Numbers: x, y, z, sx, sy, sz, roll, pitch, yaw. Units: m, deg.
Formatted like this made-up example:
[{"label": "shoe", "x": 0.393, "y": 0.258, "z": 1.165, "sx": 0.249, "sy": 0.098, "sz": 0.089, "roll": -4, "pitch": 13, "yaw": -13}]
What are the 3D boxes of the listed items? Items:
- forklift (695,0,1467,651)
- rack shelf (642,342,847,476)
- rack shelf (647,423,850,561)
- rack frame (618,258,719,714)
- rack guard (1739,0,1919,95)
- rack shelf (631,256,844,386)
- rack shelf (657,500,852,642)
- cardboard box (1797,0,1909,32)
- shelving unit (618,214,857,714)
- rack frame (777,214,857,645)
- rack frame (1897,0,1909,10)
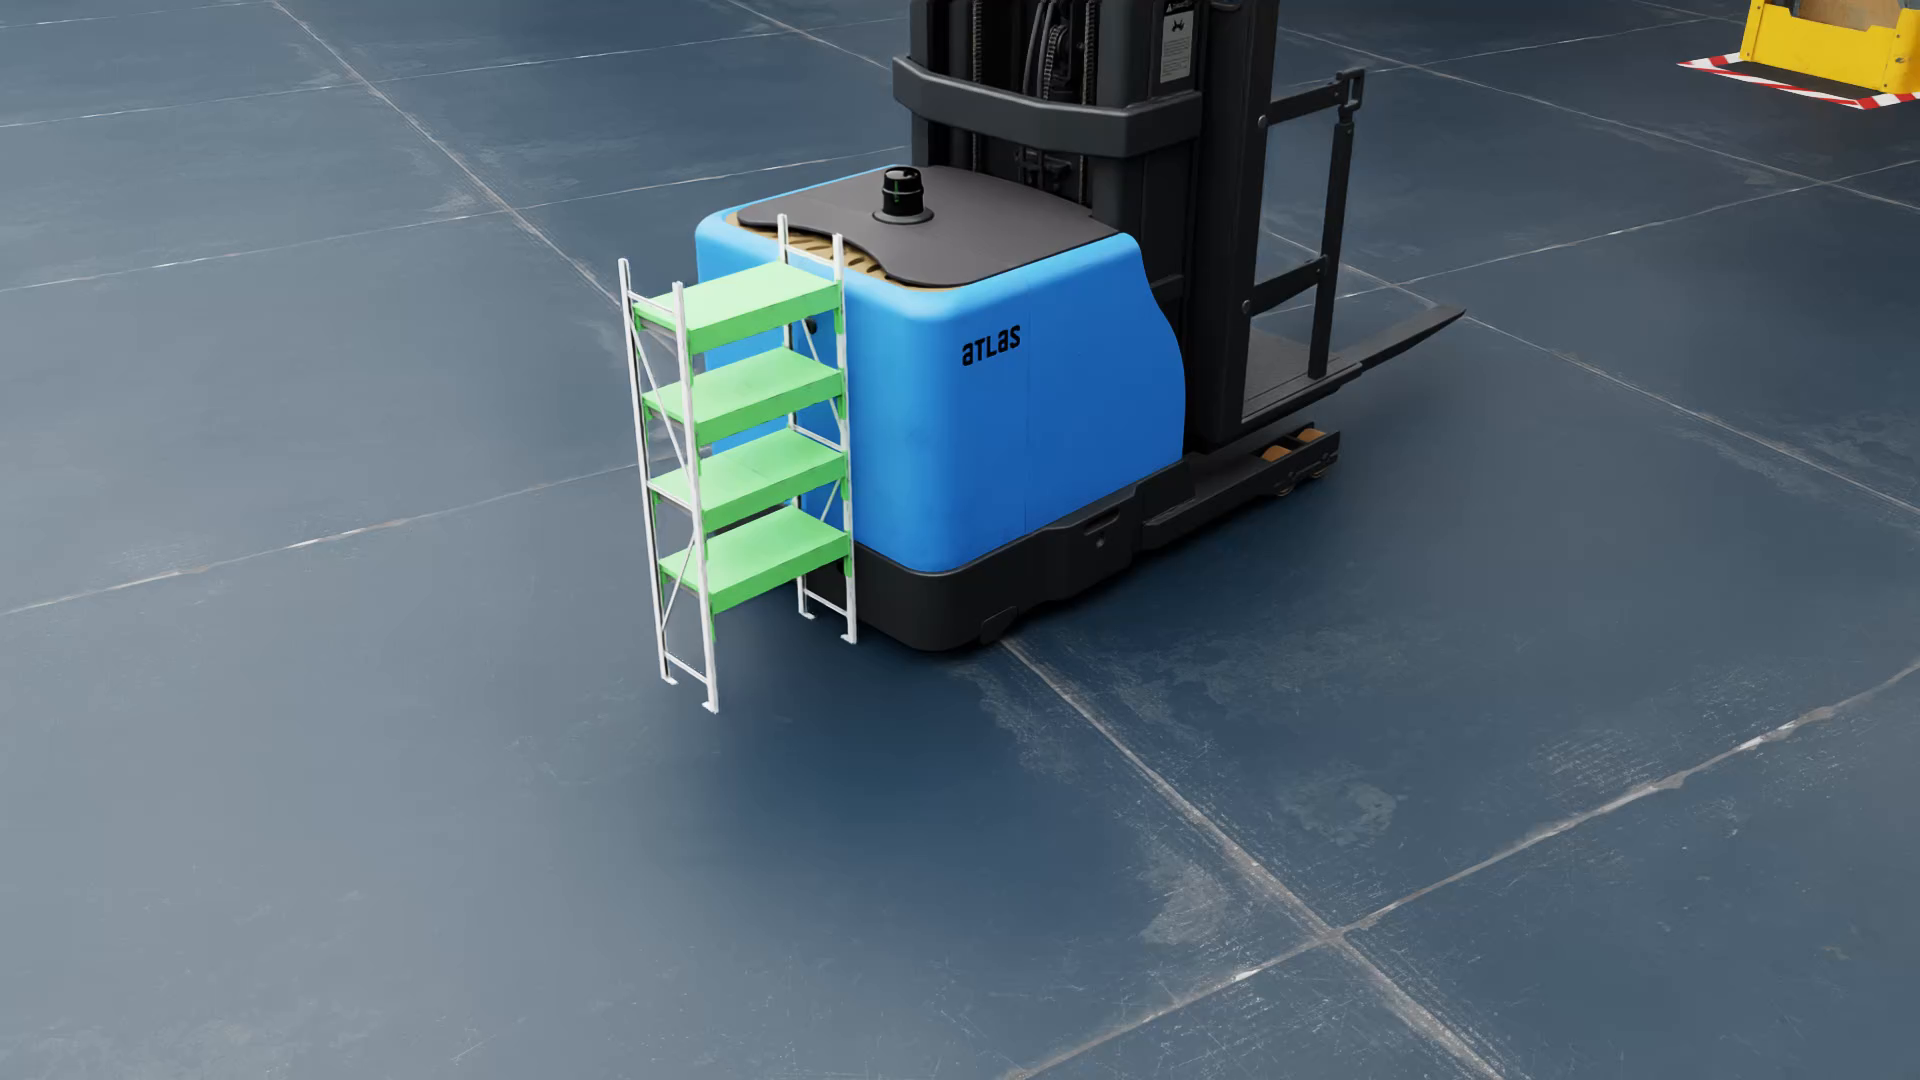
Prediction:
[{"label": "forklift", "x": 0.641, "y": -1.587, "z": 5.092, "sx": 3.031, "sy": 2.935, "sz": 1.130, "roll": -25, "pitch": 38, "yaw": -38}, {"label": "rack shelf", "x": -0.556, "y": -0.344, "z": 4.267, "sx": 0.480, "sy": 0.148, "sz": 0.258, "roll": -25, "pitch": 38, "yaw": -38}, {"label": "rack shelf", "x": -0.556, "y": -0.134, "z": 4.383, "sx": 0.480, "sy": 0.148, "sz": 0.258, "roll": -25, "pitch": 38, "yaw": -38}, {"label": "rack frame", "x": -0.730, "y": -0.107, "z": 4.203, "sx": 0.015, "sy": 1.200, "sz": 0.240, "roll": -25, "pitch": 38, "yaw": -38}, {"label": "rack guard", "x": 5.596, "y": -3.225, "z": 10.576, "sx": 0.348, "sy": 0.500, "sz": 1.175, "roll": -16, "pitch": 33, "yaw": -26}, {"label": "rack shelf", "x": -0.556, "y": -0.554, "z": 4.151, "sx": 0.480, "sy": 0.148, "sz": 0.258, "roll": -25, "pitch": 38, "yaw": -38}, {"label": "rack shelf", "x": -0.556, "y": 0.076, "z": 4.499, "sx": 0.480, "sy": 0.148, "sz": 0.258, "roll": -25, "pitch": 38, "yaw": -38}, {"label": "cardboard box", "x": 6.168, "y": -3.772, "z": 10.745, "sx": 0.875, "sy": 0.875, "sz": 0.875, "roll": -16, "pitch": 33, "yaw": -26}, {"label": "shelving unit", "x": -0.556, "y": -0.190, "z": 4.352, "sx": 0.503, "sy": 1.200, "sz": 0.258, "roll": -25, "pitch": 38, "yaw": -38}, {"label": "rack frame", "x": -0.381, "y": -0.272, "z": 4.502, "sx": 0.015, "sy": 1.200, "sz": 0.240, "roll": -25, "pitch": 38, "yaw": -38}, {"label": "rack frame", "x": 5.615, "y": -4.326, "z": 9.985, "sx": 0.053, "sy": 2.616, "sz": 0.949, "roll": -16, "pitch": 33, "yaw": -26}]
